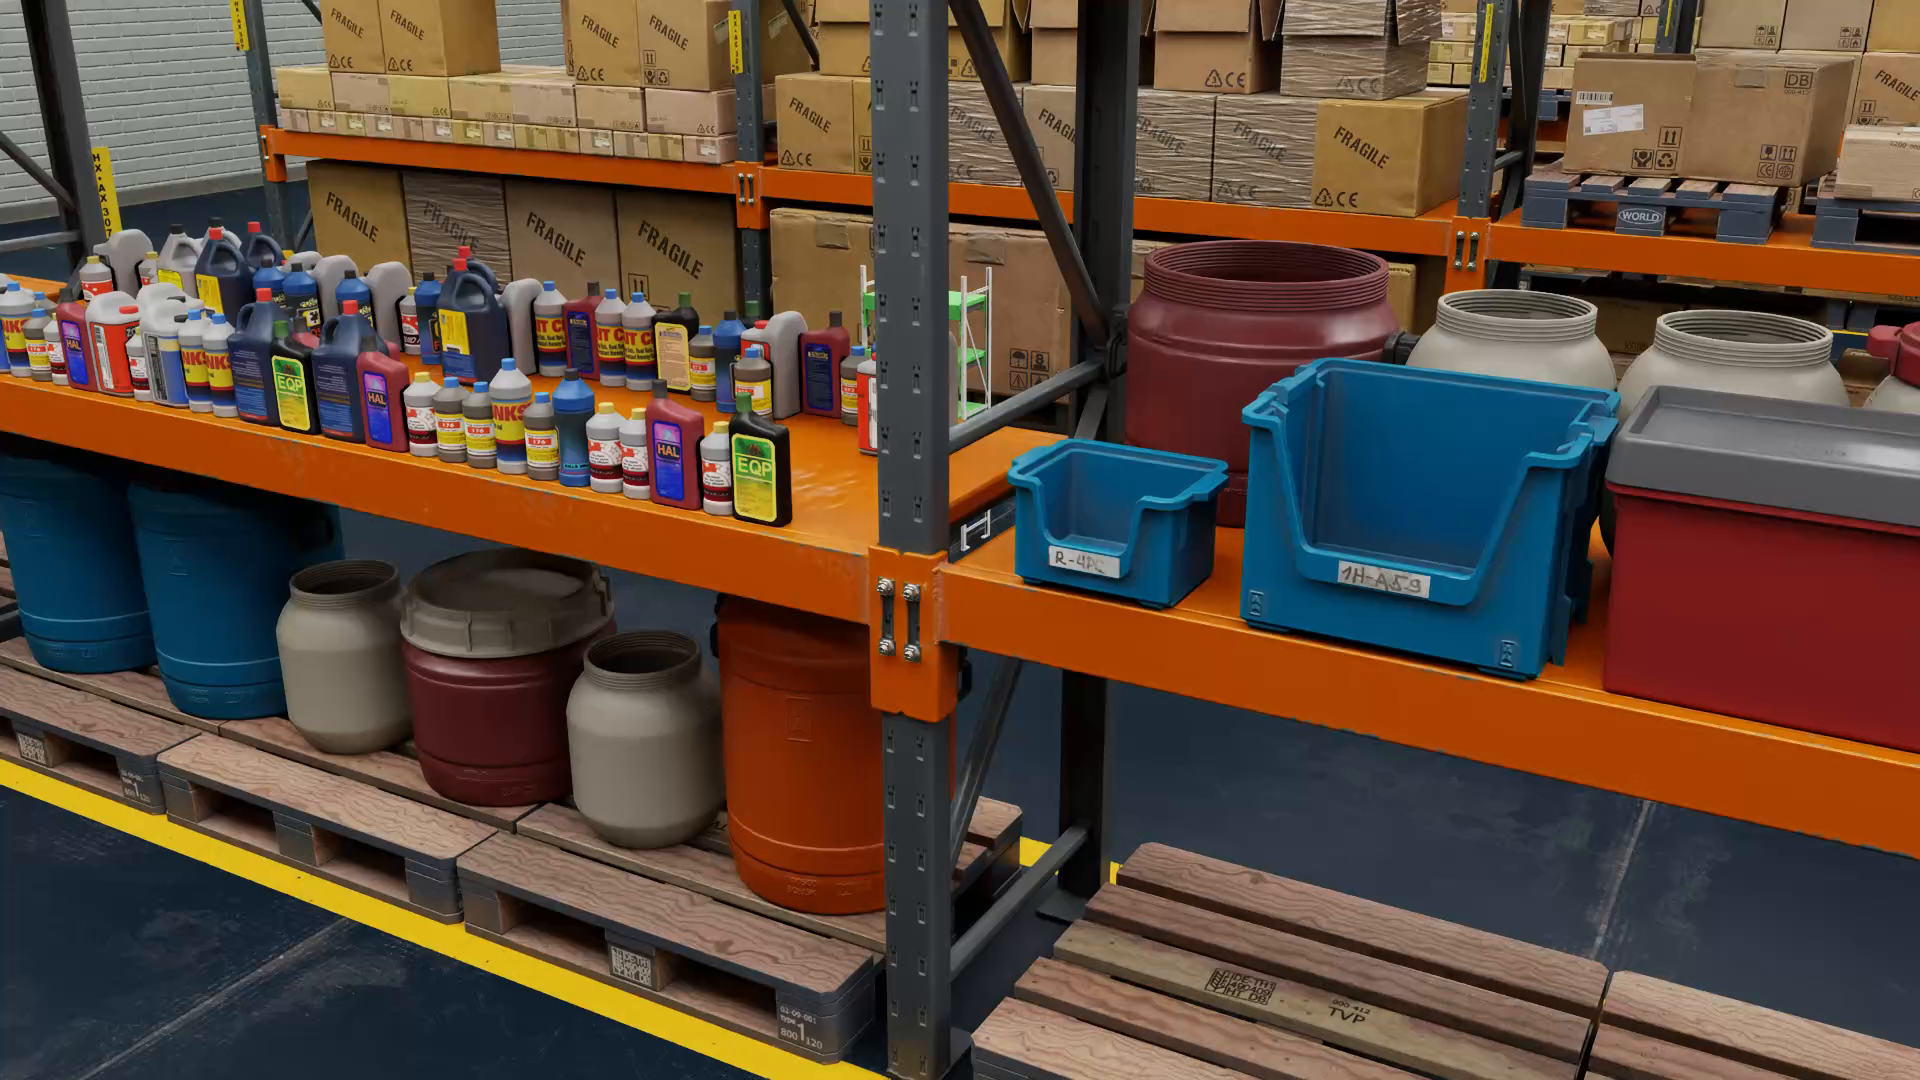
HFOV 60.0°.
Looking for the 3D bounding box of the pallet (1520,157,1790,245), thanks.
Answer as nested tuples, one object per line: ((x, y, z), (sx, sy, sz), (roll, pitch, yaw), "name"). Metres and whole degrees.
((3.215, -1.589, 7.628), (1.003, 0.211, 1.213), (11, 23, 27), "pallet")

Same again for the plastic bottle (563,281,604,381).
((-1.081, -0.611, 4.821), (0.133, 0.283, 0.061), (11, 23, 27), "plastic bottle")

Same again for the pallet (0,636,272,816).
((-2.713, 0.495, 5.691), (1.213, 0.211, 1.003), (11, 23, 27), "pallet")

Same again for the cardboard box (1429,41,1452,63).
((3.496, -3.562, 12.103), (0.250, 0.149, 0.380), (11, 22, 27), "cardboard box")

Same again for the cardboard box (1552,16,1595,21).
((4.503, -3.763, 12.221), (0.250, 0.149, 0.380), (10, 22, 26), "cardboard box")

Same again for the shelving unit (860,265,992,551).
((-0.144, -0.592, 7.236), (0.503, 1.200, 0.258), (11, 23, 27), "shelving unit")

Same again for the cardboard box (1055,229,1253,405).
((1.174, -1.236, 8.874), (0.875, 0.875, 1.225), (11, 23, 27), "cardboard box")

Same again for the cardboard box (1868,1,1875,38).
((8.112, -4.872, 15.199), (0.500, 0.500, 0.500), (12, 23, 30), "cardboard box")

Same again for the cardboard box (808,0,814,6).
((-1.230, -4.977, 14.639), (0.500, 0.500, 0.500), (12, 23, 29), "cardboard box")

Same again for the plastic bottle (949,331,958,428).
((-0.095, -0.401, 4.255), (0.135, 0.276, 0.152), (11, 23, 27), "plastic bottle")

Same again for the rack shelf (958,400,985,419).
((-0.144, -0.532, 7.258), (0.480, 0.148, 0.258), (11, 23, 27), "rack shelf")

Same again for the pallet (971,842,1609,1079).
((0.783, 1.160, 3.858), (1.213, 0.211, 1.003), (11, 23, 27), "pallet")

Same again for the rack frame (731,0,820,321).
((-0.951, -2.431, 9.668), (0.127, 3.000, 1.000), (11, 23, 27), "rack frame")

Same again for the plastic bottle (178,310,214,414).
((-2.050, -0.486, 4.494), (0.097, 0.271, 0.097), (0, 20, 0), "plastic bottle")

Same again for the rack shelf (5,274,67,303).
((-5.113, -0.951, 6.643), (4.000, 0.370, 1.077), (11, 23, 27), "rack shelf")

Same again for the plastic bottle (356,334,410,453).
((-1.434, -0.367, 4.149), (0.133, 0.283, 0.061), (11, 23, 27), "plastic bottle")

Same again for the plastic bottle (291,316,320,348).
((-1.682, -0.438, 4.345), (0.133, 0.283, 0.061), (11, 23, 27), "plastic bottle")

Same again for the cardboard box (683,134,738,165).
((-1.377, -2.266, 9.582), (0.250, 0.149, 0.380), (11, 23, 28), "cardboard box")

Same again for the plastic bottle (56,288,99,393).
((-2.479, -0.566, 4.698), (0.133, 0.283, 0.061), (11, 23, 27), "plastic bottle")

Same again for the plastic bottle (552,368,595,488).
((-0.899, -0.267, 3.890), (0.097, 0.271, 0.097), (0, 20, 0), "plastic bottle")

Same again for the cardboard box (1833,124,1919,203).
((3.892, -1.546, 6.831), (0.500, 0.250, 0.500), (10, 22, 26), "cardboard box")

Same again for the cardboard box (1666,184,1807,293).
((5.536, -2.238, 11.818), (0.750, 0.750, 1.050), (10, 22, 27), "cardboard box")

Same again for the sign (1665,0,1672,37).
((4.792, -3.570, 11.225), (0.005, 0.325, 0.100), (11, 23, 27), "sign")

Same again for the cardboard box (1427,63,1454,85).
((3.501, -3.422, 12.151), (0.250, 0.149, 0.380), (10, 22, 25), "cardboard box")

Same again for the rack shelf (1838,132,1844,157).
((6.794, -2.555, 11.065), (4.000, 0.370, 1.077), (11, 23, 27), "rack shelf")

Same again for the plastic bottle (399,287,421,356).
((-1.671, -0.677, 5.125), (0.097, 0.201, 0.097), (0, 20, 0), "plastic bottle")

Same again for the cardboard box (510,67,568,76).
((-2.547, -2.910, 10.771), (0.500, 0.250, 0.500), (11, 23, 27), "cardboard box")

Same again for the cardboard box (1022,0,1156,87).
((0.754, -2.630, 8.598), (0.637, 0.503, 0.797), (12, 23, 29), "cardboard box")

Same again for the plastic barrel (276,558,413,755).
((-1.832, 0.349, 5.036), (0.421, 0.512, 0.421), (0, 20, 0), "plastic barrel")

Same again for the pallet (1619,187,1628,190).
((6.722, -3.559, 16.867), (1.213, 0.211, 1.003), (11, 23, 27), "pallet")

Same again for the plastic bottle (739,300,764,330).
((-0.593, -0.518, 4.564), (0.133, 0.283, 0.061), (11, 23, 27), "plastic bottle")

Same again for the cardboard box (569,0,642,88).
((-1.918, -2.934, 9.740), (0.500, 0.500, 0.500), (11, 23, 28), "cardboard box")

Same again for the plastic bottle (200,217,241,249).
((-2.405, -0.878, 5.459), (0.185, 0.351, 0.144), (11, 23, 27), "plastic bottle")

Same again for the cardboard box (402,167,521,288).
((-3.051, -2.061, 11.148), (0.875, 0.875, 0.875), (11, 23, 27), "cardboard box")

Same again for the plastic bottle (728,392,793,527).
((-0.436, -0.177, 3.625), (0.133, 0.283, 0.061), (11, 23, 27), "plastic bottle")

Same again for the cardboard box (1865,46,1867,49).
((6.007, -3.194, 11.626), (0.500, 0.500, 0.500), (11, 23, 27), "cardboard box")

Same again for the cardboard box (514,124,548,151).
((-2.499, -2.480, 10.171), (0.250, 0.149, 0.380), (10, 22, 26), "cardboard box")

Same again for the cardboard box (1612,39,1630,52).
((4.724, -3.585, 12.166), (0.250, 0.149, 0.380), (12, 23, 30), "cardboard box")

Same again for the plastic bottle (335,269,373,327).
((-1.830, -0.681, 5.033), (0.097, 0.271, 0.097), (0, 20, 0), "plastic bottle")

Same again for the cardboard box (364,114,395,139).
((-3.618, -2.693, 10.759), (0.250, 0.149, 0.380), (10, 22, 26), "cardboard box")

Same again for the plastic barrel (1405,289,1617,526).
((1.128, -0.237, 3.454), (0.421, 0.512, 0.421), (0, 20, 0), "plastic barrel")

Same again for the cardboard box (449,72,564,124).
((-2.804, -2.751, 10.334), (0.500, 0.250, 0.500), (10, 22, 26), "cardboard box")

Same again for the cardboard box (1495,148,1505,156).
((4.121, -2.872, 12.833), (0.500, 0.250, 0.500), (10, 22, 27), "cardboard box")

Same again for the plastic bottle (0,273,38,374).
((-2.829, -0.647, 4.932), (0.135, 0.276, 0.152), (11, 23, 27), "plastic bottle")

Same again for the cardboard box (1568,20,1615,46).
((4.397, -3.530, 11.577), (0.250, 0.149, 0.380), (10, 22, 25), "cardboard box")

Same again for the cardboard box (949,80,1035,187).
((0.205, -2.161, 8.776), (0.500, 0.500, 0.500), (10, 22, 26), "cardboard box")

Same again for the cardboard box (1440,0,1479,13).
((5.020, -5.579, 16.734), (0.500, 0.500, 0.500), (10, 22, 26), "cardboard box")

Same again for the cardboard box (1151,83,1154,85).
((0.914, -2.228, 8.961), (0.500, 0.500, 0.500), (11, 23, 27), "cardboard box")

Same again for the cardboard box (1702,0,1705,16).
((7.063, -5.388, 16.207), (0.500, 0.500, 0.500), (10, 22, 26), "cardboard box")

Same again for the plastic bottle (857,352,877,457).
((-0.169, -0.356, 4.130), (0.135, 0.276, 0.152), (11, 23, 27), "plastic bottle")
